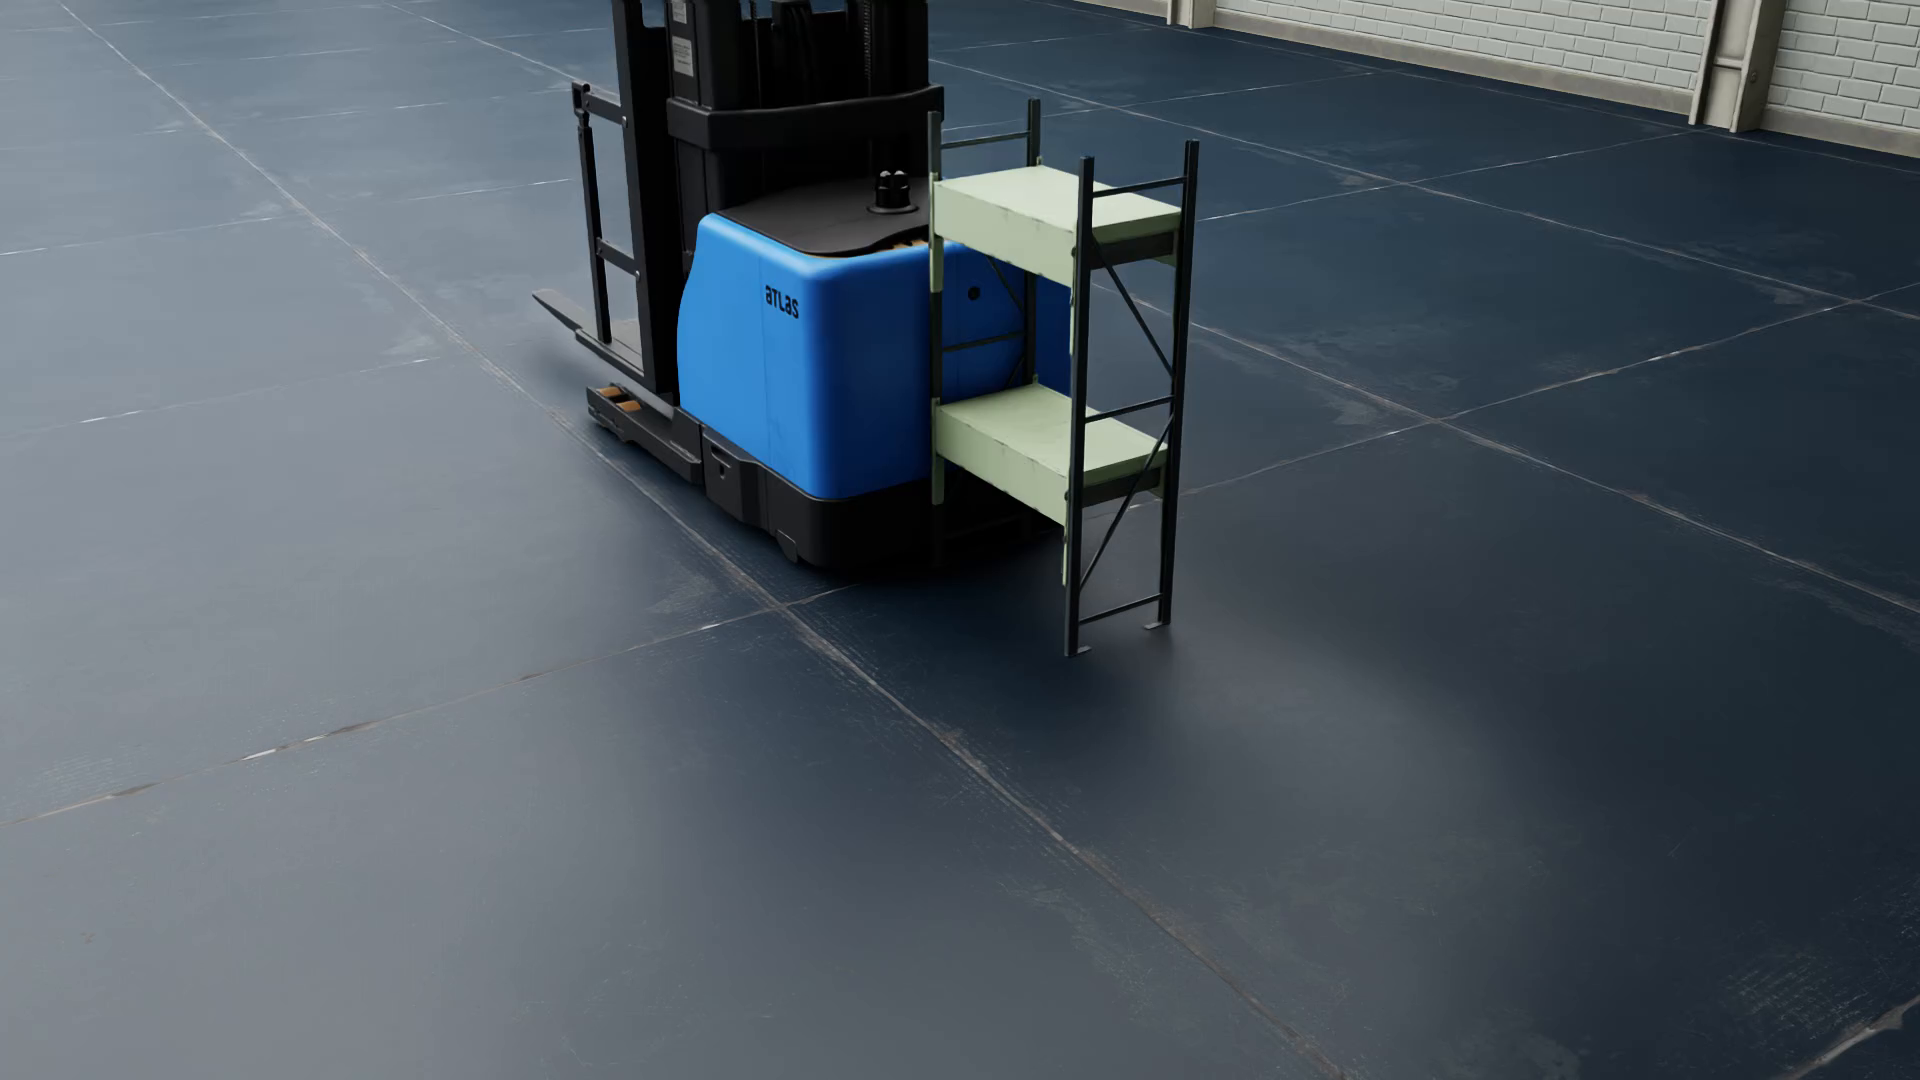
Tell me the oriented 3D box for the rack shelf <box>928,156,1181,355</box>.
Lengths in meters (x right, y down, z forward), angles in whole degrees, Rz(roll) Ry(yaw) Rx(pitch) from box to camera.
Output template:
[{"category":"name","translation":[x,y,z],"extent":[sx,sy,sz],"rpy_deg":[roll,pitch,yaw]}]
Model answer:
[{"category":"rack shelf","translation":[0.280,-0.855,4.890],"extent":[0.431,0.370,0.720],"rpy_deg":[-16,30,-30]}]

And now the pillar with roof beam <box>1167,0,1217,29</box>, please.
[{"category":"pillar with roof beam","translation":[-1.286,-8.245,12.675],"extent":[9.100,9.000,0.400],"rpy_deg":[-16,29,-30]}]

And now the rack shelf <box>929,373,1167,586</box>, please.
[{"category":"rack shelf","translation":[0.280,-0.207,5.196],"extent":[0.431,0.370,0.720],"rpy_deg":[-16,30,-30]}]

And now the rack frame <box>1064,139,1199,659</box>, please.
[{"category":"rack frame","translation":[0.484,-0.372,4.782],"extent":[0.400,1.500,0.023],"rpy_deg":[-16,30,-30]}]

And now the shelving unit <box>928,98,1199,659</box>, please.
[{"category":"shelving unit","translation":[0.280,-0.502,5.056],"extent":[0.431,1.500,0.755],"rpy_deg":[-16,30,-30]}]

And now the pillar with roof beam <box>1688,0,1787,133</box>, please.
[{"category":"pillar with roof beam","translation":[1.990,-6.099,8.129],"extent":[9.100,9.000,0.400],"rpy_deg":[-16,29,-30]}]

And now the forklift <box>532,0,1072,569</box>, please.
[{"category":"forklift","translation":[-0.845,-1.810,6.151],"extent":[1.130,2.935,3.031],"rpy_deg":[-16,30,-30]}]

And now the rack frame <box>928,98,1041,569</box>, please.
[{"category":"rack frame","translation":[0.076,-0.632,5.331],"extent":[0.400,1.500,0.023],"rpy_deg":[-16,30,-30]}]
